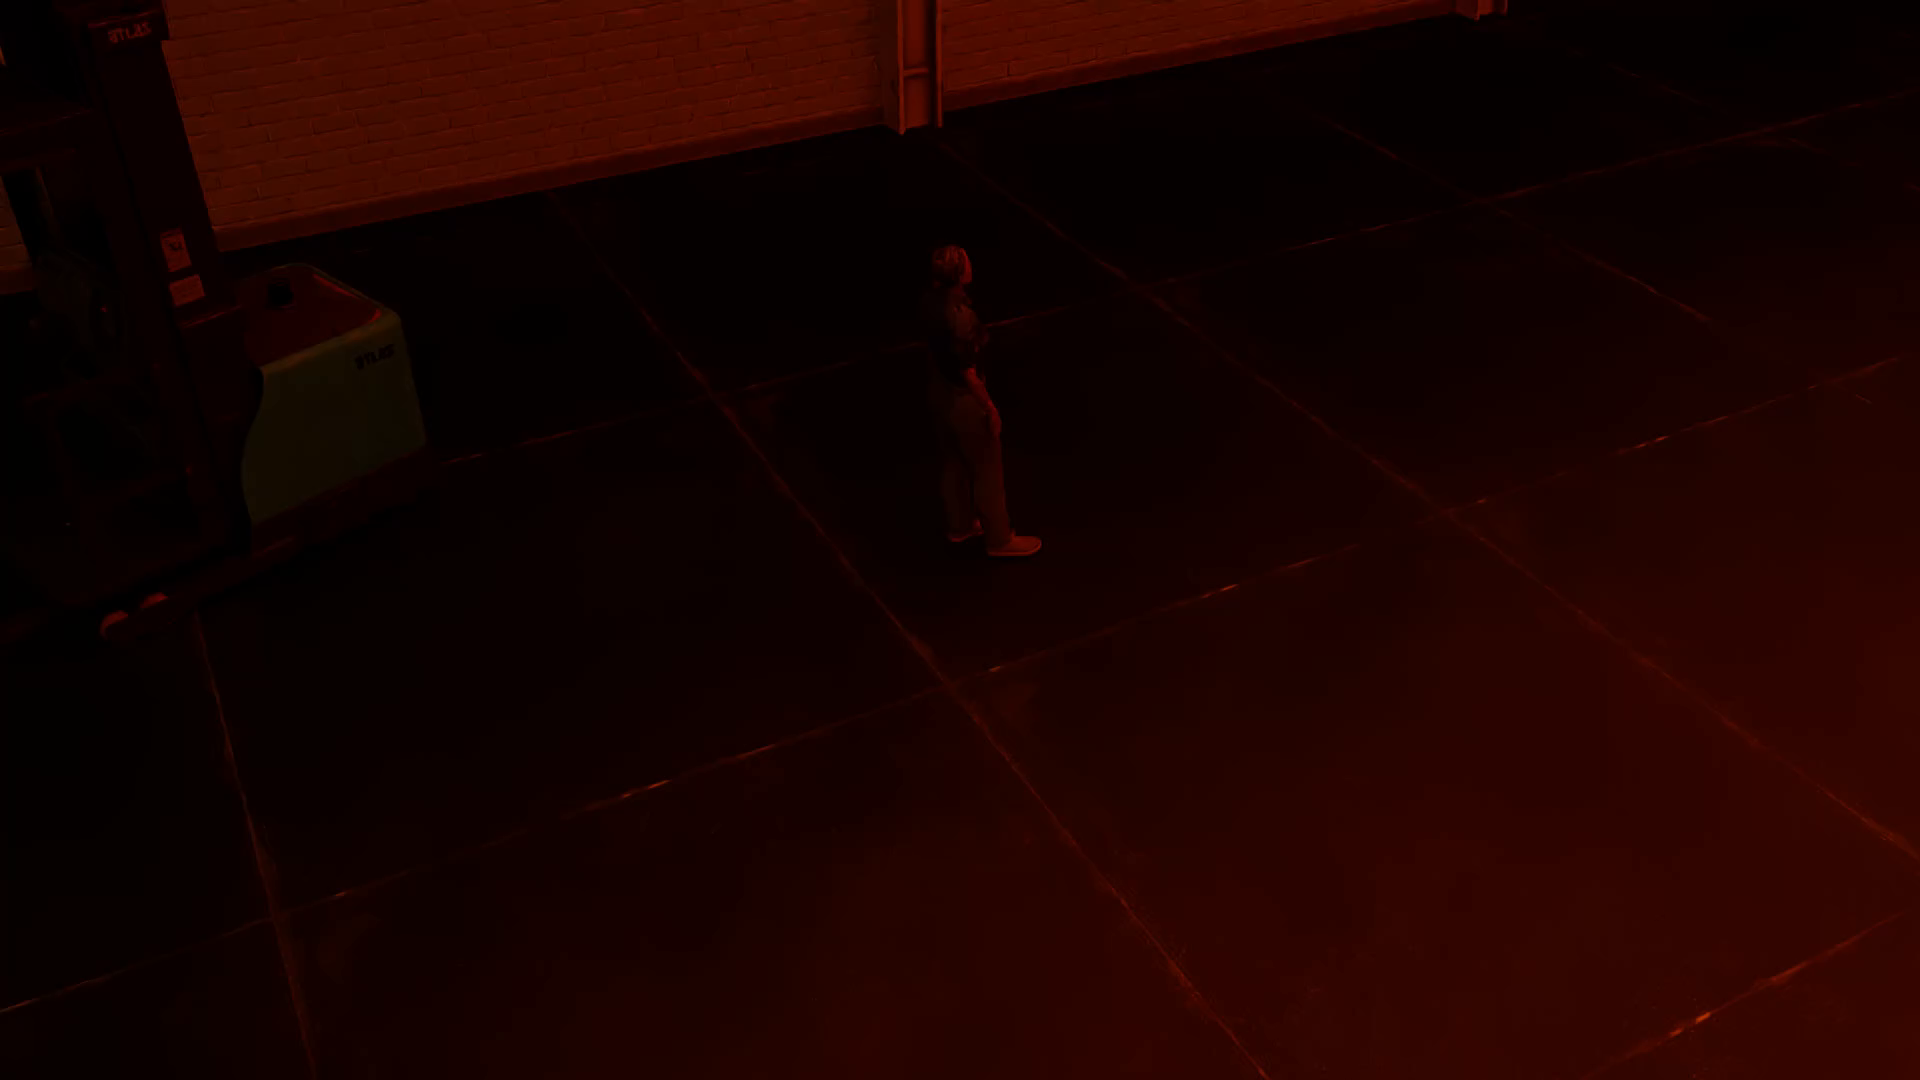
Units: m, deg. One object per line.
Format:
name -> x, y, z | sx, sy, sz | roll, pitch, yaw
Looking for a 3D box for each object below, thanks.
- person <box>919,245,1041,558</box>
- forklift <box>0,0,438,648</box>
person -> 0.087, -0.695, 8.200 | 0.503, 1.654, 0.570 | -17, 39, -23
forklift -> -4.185, -1.020, 7.566 | 1.130, 2.935, 3.031 | 27, 44, 33
